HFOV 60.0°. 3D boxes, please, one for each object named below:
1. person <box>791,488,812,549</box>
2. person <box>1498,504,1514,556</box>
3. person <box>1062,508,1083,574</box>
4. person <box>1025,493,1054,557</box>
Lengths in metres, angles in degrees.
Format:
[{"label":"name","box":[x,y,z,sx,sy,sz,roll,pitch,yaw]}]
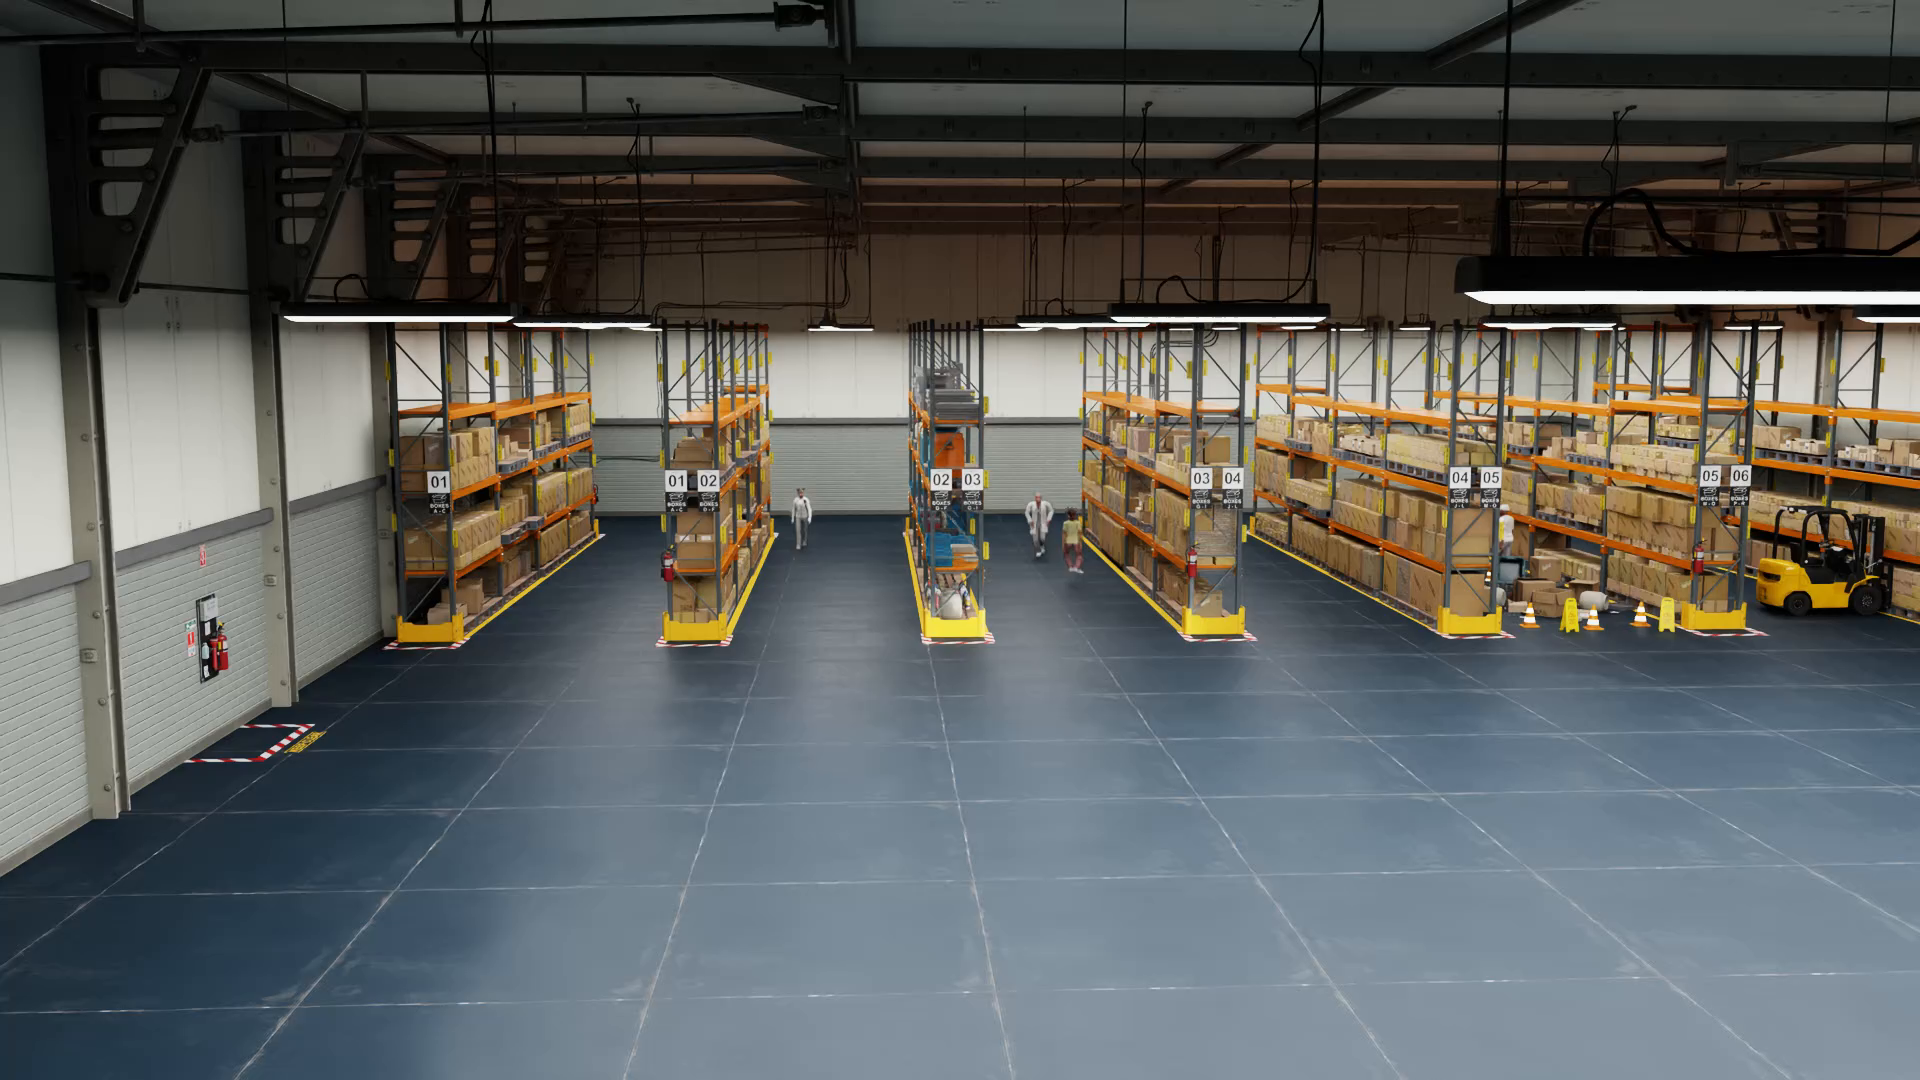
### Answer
[{"label":"person","box":[-4.250,-0.603,44.546,0.551,1.614,1.042,0,7,-2]},{"label":"person","box":[12.757,0.044,38.887,0.572,1.762,0.528,-3,8,-25]},{"label":"person","box":[2.593,0.017,38.270,0.508,1.496,0.632,0,7,-3]},{"label":"person","box":[2.048,-0.398,42.915,0.746,1.680,0.677,1,7,4]}]
